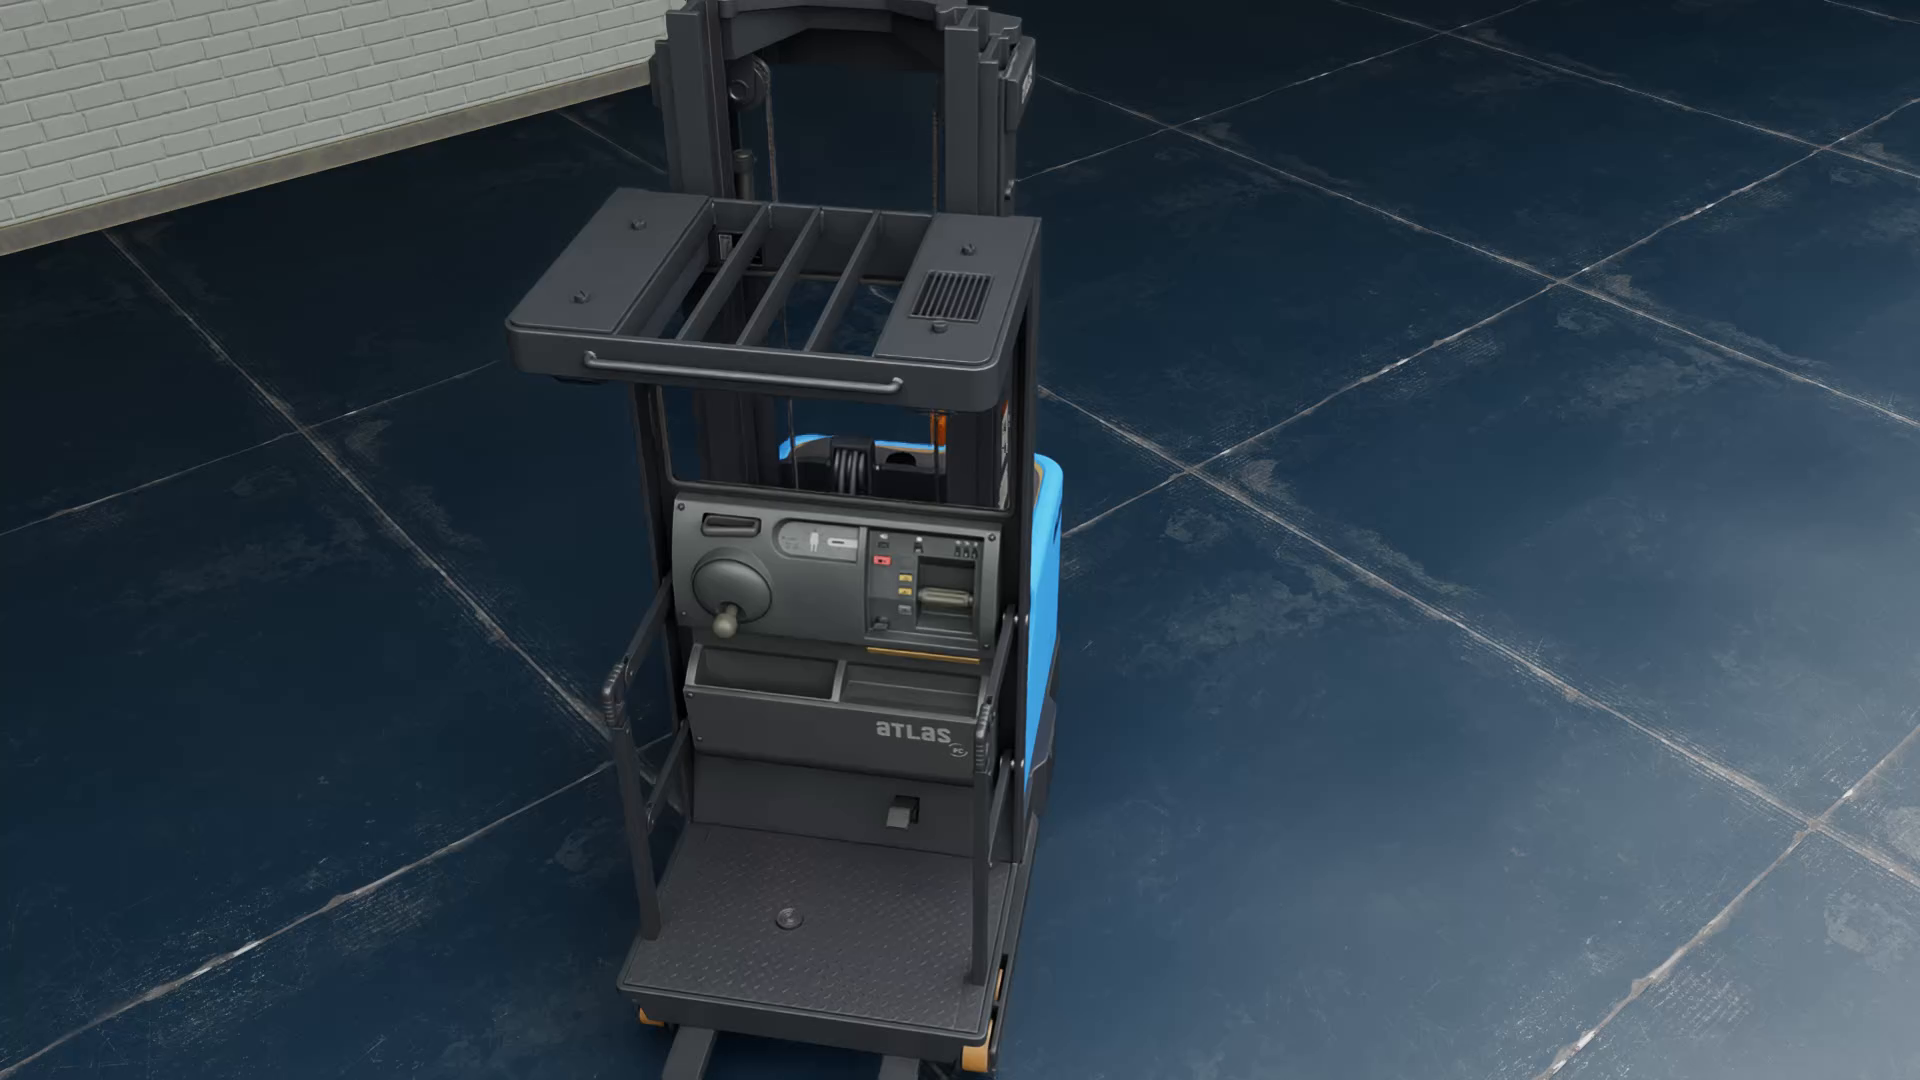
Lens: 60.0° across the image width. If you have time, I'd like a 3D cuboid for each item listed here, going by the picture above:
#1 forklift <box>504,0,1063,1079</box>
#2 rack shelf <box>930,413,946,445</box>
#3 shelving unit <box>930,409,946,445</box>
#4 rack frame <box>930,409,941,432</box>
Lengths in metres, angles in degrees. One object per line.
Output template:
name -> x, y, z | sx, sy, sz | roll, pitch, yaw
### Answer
forklift -> -0.385, 0.171, 4.472 | 1.130, 2.935, 3.031 | 6, 36, 8
rack shelf -> 0.035, -0.396, 6.919 | 0.215, 0.259, 0.240 | -26, 43, -32
shelving unit -> 0.035, -0.405, 6.913 | 0.215, 1.050, 0.252 | -26, 43, -32
rack frame -> -0.044, -0.459, 6.989 | 0.200, 1.050, 0.008 | -26, 43, -32
